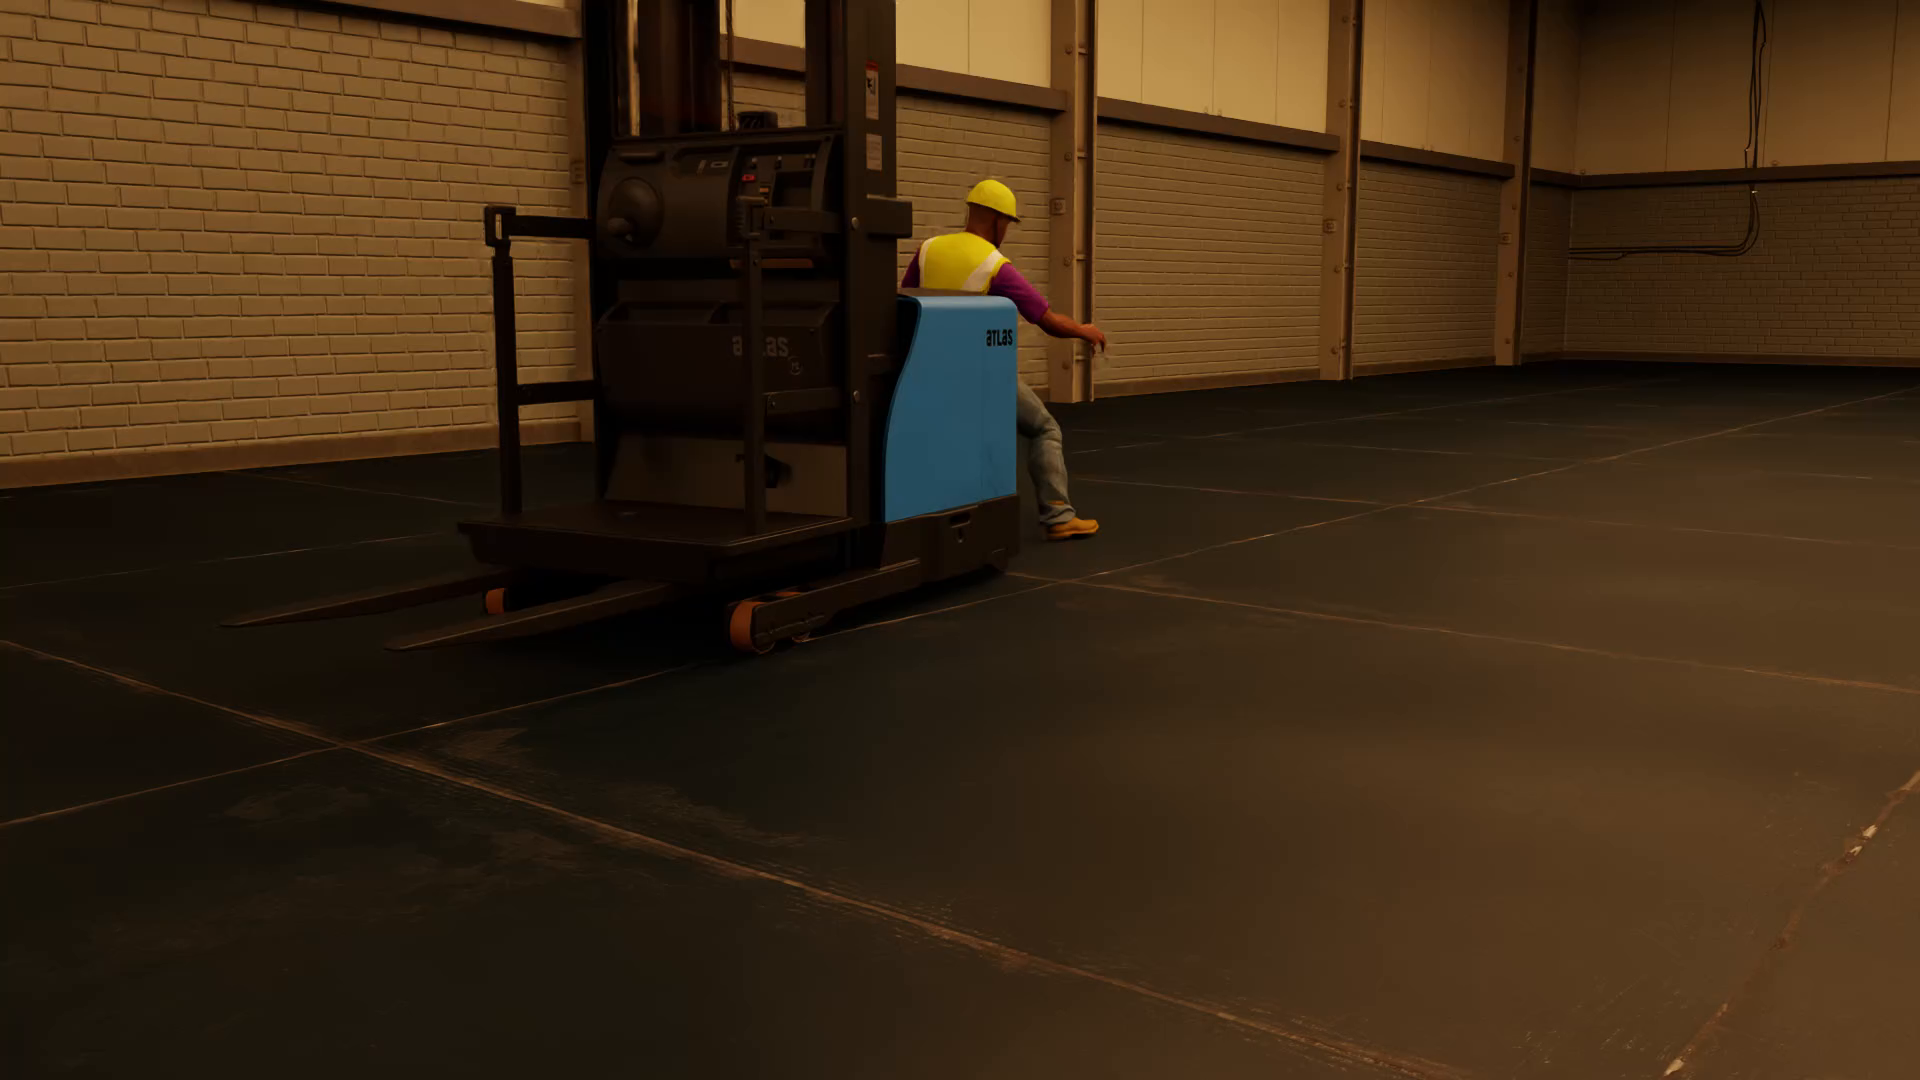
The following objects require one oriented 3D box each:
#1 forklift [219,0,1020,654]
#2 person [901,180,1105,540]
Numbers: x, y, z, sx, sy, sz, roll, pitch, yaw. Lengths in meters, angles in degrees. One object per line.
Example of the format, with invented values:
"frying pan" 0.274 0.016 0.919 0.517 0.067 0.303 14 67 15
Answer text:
"forklift" -0.921 -1.178 5.333 1.130 2.935 3.031 5 10 29
"person" 0.156 -0.825 7.598 0.957 1.585 0.761 7 11 41
